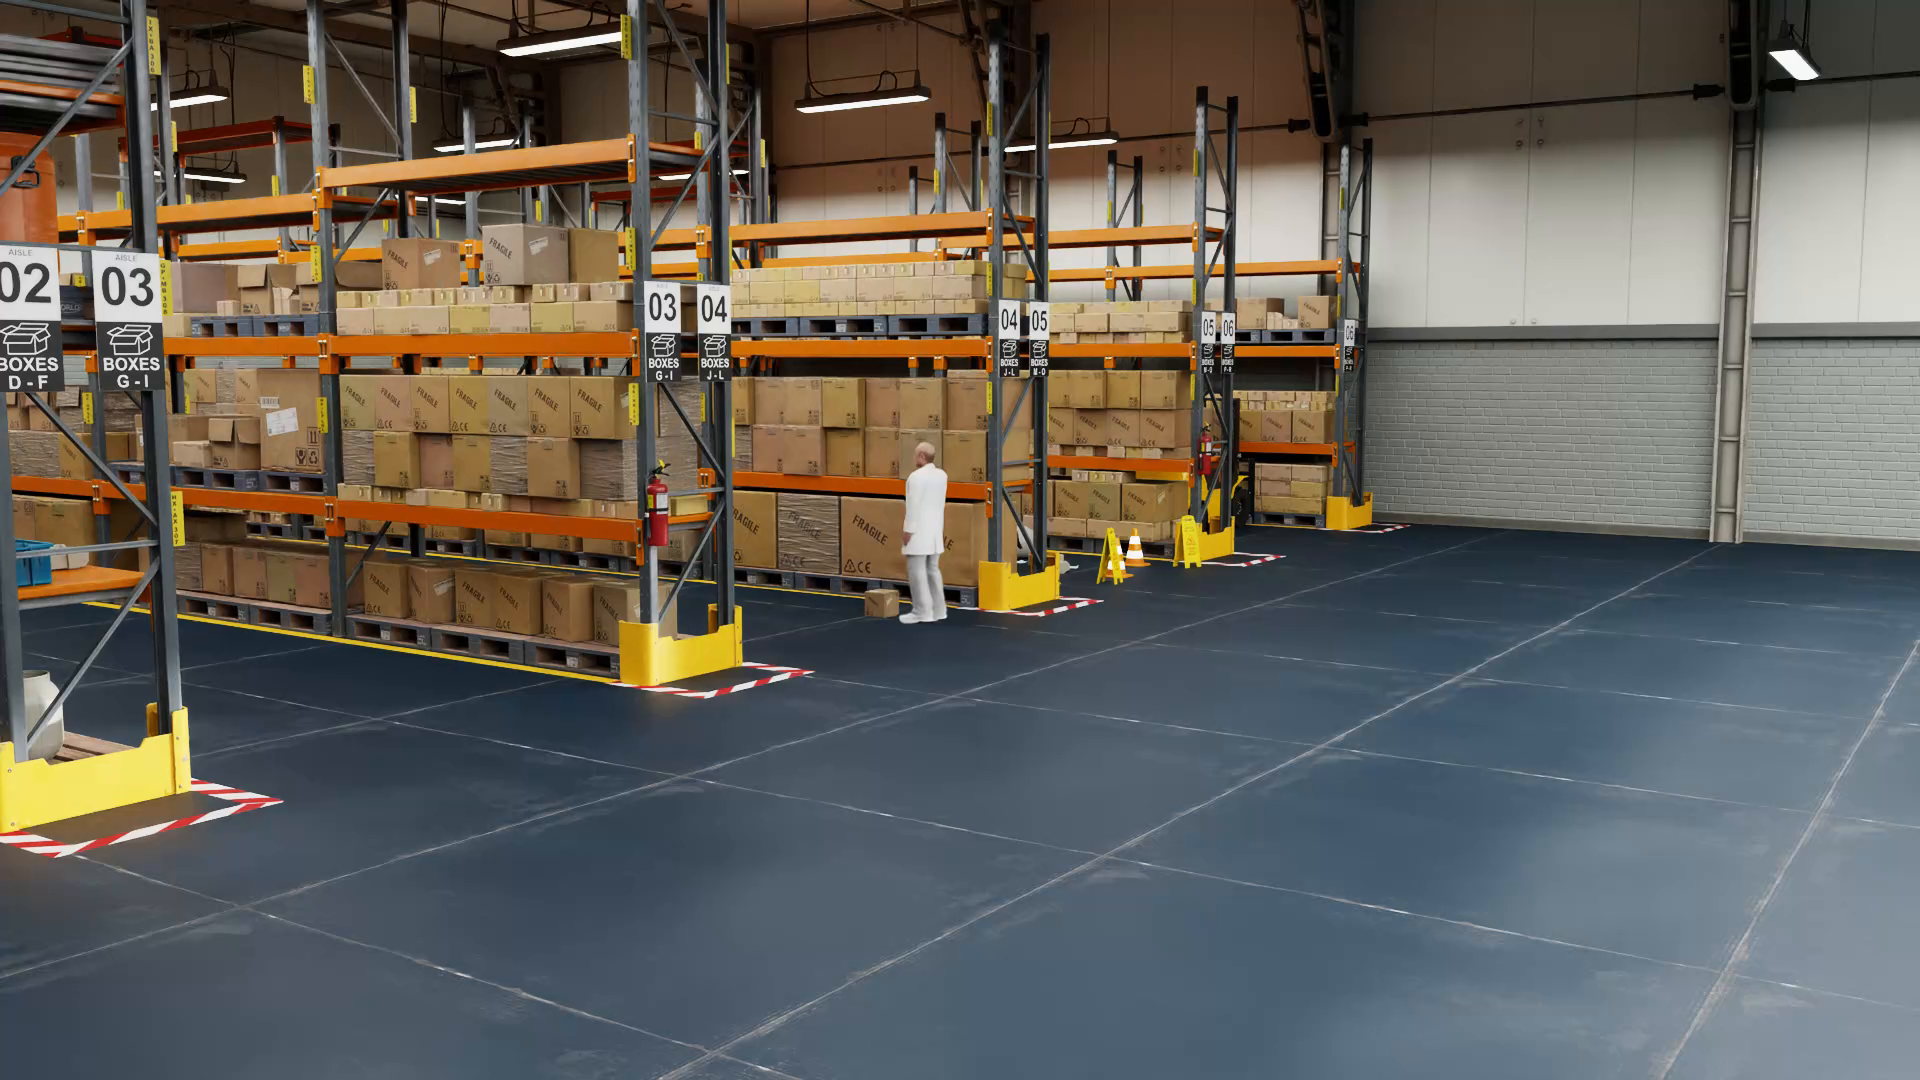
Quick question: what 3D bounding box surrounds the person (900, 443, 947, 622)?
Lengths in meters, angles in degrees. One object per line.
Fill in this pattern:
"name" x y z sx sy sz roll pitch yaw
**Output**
"person" -0.372 -0.079 16.519 0.382 1.781 0.560 4 8 35
